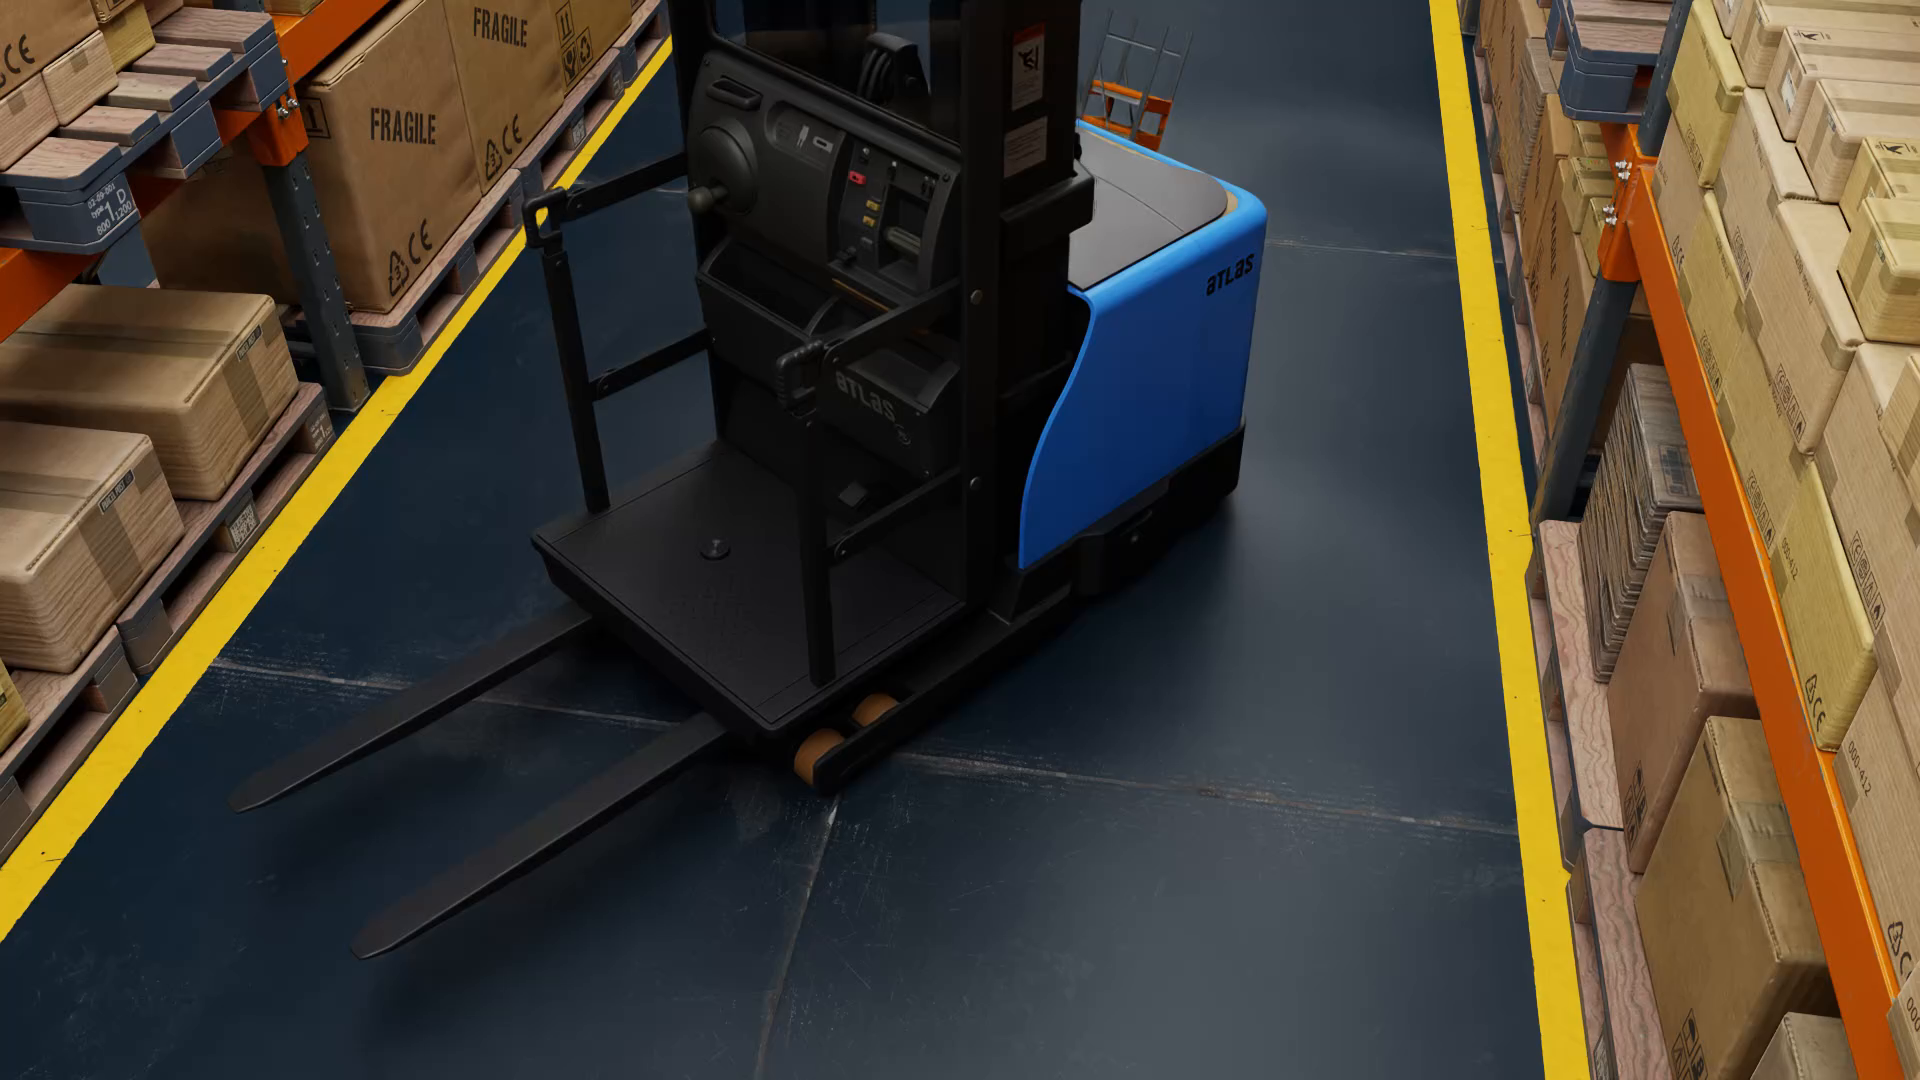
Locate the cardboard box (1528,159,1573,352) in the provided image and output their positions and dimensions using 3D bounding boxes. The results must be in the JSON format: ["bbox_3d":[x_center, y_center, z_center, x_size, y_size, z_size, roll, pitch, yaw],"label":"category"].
[{"bbox_3d":[2.268,-0.939,5.664,0.500,0.500,0.500,6,40,7],"label":"cardboard box"}]

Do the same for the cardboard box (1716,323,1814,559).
[{"bbox_3d":[1.818,-0.190,3.244,0.500,0.250,0.500,5,40,6],"label":"cardboard box"}]

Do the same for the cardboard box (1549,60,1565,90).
[{"bbox_3d":[2.403,-1.754,6.141,0.380,0.149,0.250,5,40,6],"label":"cardboard box"}]

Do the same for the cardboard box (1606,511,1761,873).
[{"bbox_3d":[2.083,0.415,3.927,0.875,0.625,0.625,8,40,9],"label":"cardboard box"}]

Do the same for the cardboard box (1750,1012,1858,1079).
[{"bbox_3d":[1.839,1.310,2.845,0.875,0.625,0.625,6,40,7],"label":"cardboard box"}]

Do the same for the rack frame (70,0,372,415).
[{"bbox_3d":[-2.579,-1.684,4.932,1.000,3.000,0.127,6,40,8],"label":"rack frame"}]

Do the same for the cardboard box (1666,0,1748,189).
[{"bbox_3d":[1.968,-1.025,3.861,0.500,0.250,0.500,6,40,8],"label":"cardboard box"}]

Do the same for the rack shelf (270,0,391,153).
[{"bbox_3d":[-2.233,-2.662,6.680,1.077,0.370,4.000,6,40,8],"label":"rack shelf"}]

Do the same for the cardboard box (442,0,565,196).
[{"bbox_3d":[-2.220,-2.010,6.665,0.875,0.875,0.875,7,40,8],"label":"cardboard box"}]

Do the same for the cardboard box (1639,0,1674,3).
[{"bbox_3d":[2.046,-1.658,4.769,0.380,0.149,0.250,7,40,8],"label":"cardboard box"}]

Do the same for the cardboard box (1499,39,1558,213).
[{"bbox_3d":[2.428,-1.596,6.458,0.500,0.500,0.500,5,40,6],"label":"cardboard box"}]

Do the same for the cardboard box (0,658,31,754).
[{"bbox_3d":[-2.944,0.460,4.072,0.950,0.372,0.625,8,40,9],"label":"cardboard box"}]

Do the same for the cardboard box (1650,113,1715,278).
[{"bbox_3d":[1.993,-0.829,4.017,0.500,0.250,0.500,7,40,8],"label":"cardboard box"}]

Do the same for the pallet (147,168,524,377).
[{"bbox_3d":[-2.369,-1.096,6.409,1.003,0.211,1.213,6,40,8],"label":"pallet"}]

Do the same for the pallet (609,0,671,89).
[{"bbox_3d":[-1.947,-2.627,8.262,1.003,0.211,1.213,6,40,8],"label":"pallet"}]

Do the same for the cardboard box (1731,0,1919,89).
[{"bbox_3d":[1.920,-1.092,3.629,0.380,0.149,0.250,7,40,9],"label":"cardboard box"}]

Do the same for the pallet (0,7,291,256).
[{"bbox_3d":[-2.598,-1.151,4.438,1.213,0.211,1.003,6,40,8],"label":"pallet"}]

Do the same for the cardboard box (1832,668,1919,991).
[{"bbox_3d":[1.645,0.460,2.457,0.500,0.250,0.500,7,40,8],"label":"cardboard box"}]

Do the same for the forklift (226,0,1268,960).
[{"bbox_3d":[-0.507,-0.836,3.961,3.031,2.935,1.130,-32,49,-33],"label":"forklift"}]

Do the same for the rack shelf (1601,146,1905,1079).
[{"bbox_3d":[1.964,0.394,2.984,1.077,0.370,4.000,6,40,8],"label":"rack shelf"}]

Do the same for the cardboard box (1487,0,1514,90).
[{"bbox_3d":[2.614,-2.234,7.230,0.500,0.500,0.500,6,40,7],"label":"cardboard box"}]

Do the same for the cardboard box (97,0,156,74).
[{"bbox_3d":[-2.380,-1.341,4.385,0.380,0.149,0.250,7,40,8],"label":"cardboard box"}]

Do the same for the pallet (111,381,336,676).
[{"bbox_3d":[-2.716,-0.119,5.228,1.003,0.211,1.213,6,40,8],"label":"pallet"}]

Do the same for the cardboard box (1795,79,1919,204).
[{"bbox_3d":[1.868,-0.763,3.231,0.380,0.149,0.250,7,40,8],"label":"cardboard box"}]

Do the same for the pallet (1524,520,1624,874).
[{"bbox_3d":[2.129,0.448,4.542,1.003,0.211,1.213,6,40,8],"label":"pallet"}]

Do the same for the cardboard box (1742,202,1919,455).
[{"bbox_3d":[1.796,-0.382,3.083,0.500,0.250,0.500,5,40,7],"label":"cardboard box"}]

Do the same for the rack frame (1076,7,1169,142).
[{"bbox_3d":[0.435,-1.195,5.716,0.240,1.200,0.006,26,21,28],"label":"rack frame"}]

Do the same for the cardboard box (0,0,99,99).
[{"bbox_3d":[-2.463,-1.357,3.896,0.500,0.500,0.500,6,40,7],"label":"cardboard box"}]

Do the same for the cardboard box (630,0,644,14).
[{"bbox_3d":[-1.916,-3.139,8.031,0.875,0.875,0.875,8,40,9],"label":"cardboard box"}]

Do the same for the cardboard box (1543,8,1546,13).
[{"bbox_3d":[2.559,-2.231,6.717,0.380,0.149,0.250,6,40,8],"label":"cardboard box"}]

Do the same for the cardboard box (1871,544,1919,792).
[{"bbox_3d":[1.627,0.257,2.311,0.500,0.250,0.500,7,40,9],"label":"cardboard box"}]

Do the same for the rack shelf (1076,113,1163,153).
[{"bbox_3d":[0.537,-1.384,5.730,0.258,0.103,0.180,26,21,28],"label":"rack shelf"}]

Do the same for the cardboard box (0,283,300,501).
[{"bbox_3d":[-2.687,-0.479,5.208,0.950,0.372,0.625,4,40,5],"label":"cardboard box"}]

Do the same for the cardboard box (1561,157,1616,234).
[{"bbox_3d":[2.163,-1.100,5.349,0.380,0.149,0.250,4,40,5],"label":"cardboard box"}]

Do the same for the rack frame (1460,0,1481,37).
[{"bbox_3d":[3.002,-3.649,7.310,1.000,3.000,0.127,6,40,8],"label":"rack frame"}]

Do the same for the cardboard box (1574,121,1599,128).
[{"bbox_3d":[2.342,-1.421,5.738,0.380,0.149,0.250,8,40,9],"label":"cardboard box"}]

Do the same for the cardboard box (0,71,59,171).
[{"bbox_3d":[-2.430,-1.021,3.998,0.380,0.149,0.250,5,40,6],"label":"cardboard box"}]

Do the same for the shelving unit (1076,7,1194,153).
[{"bbox_3d":[0.486,-1.206,5.792,0.258,1.200,0.189,26,21,28],"label":"shelving unit"}]

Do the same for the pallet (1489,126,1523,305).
[{"bbox_3d":[2.690,-1.292,6.647,1.003,0.211,1.213,6,40,8],"label":"pallet"}]

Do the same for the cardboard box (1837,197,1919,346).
[{"bbox_3d":[1.752,-0.449,2.851,0.380,0.149,0.250,7,40,9],"label":"cardboard box"}]
